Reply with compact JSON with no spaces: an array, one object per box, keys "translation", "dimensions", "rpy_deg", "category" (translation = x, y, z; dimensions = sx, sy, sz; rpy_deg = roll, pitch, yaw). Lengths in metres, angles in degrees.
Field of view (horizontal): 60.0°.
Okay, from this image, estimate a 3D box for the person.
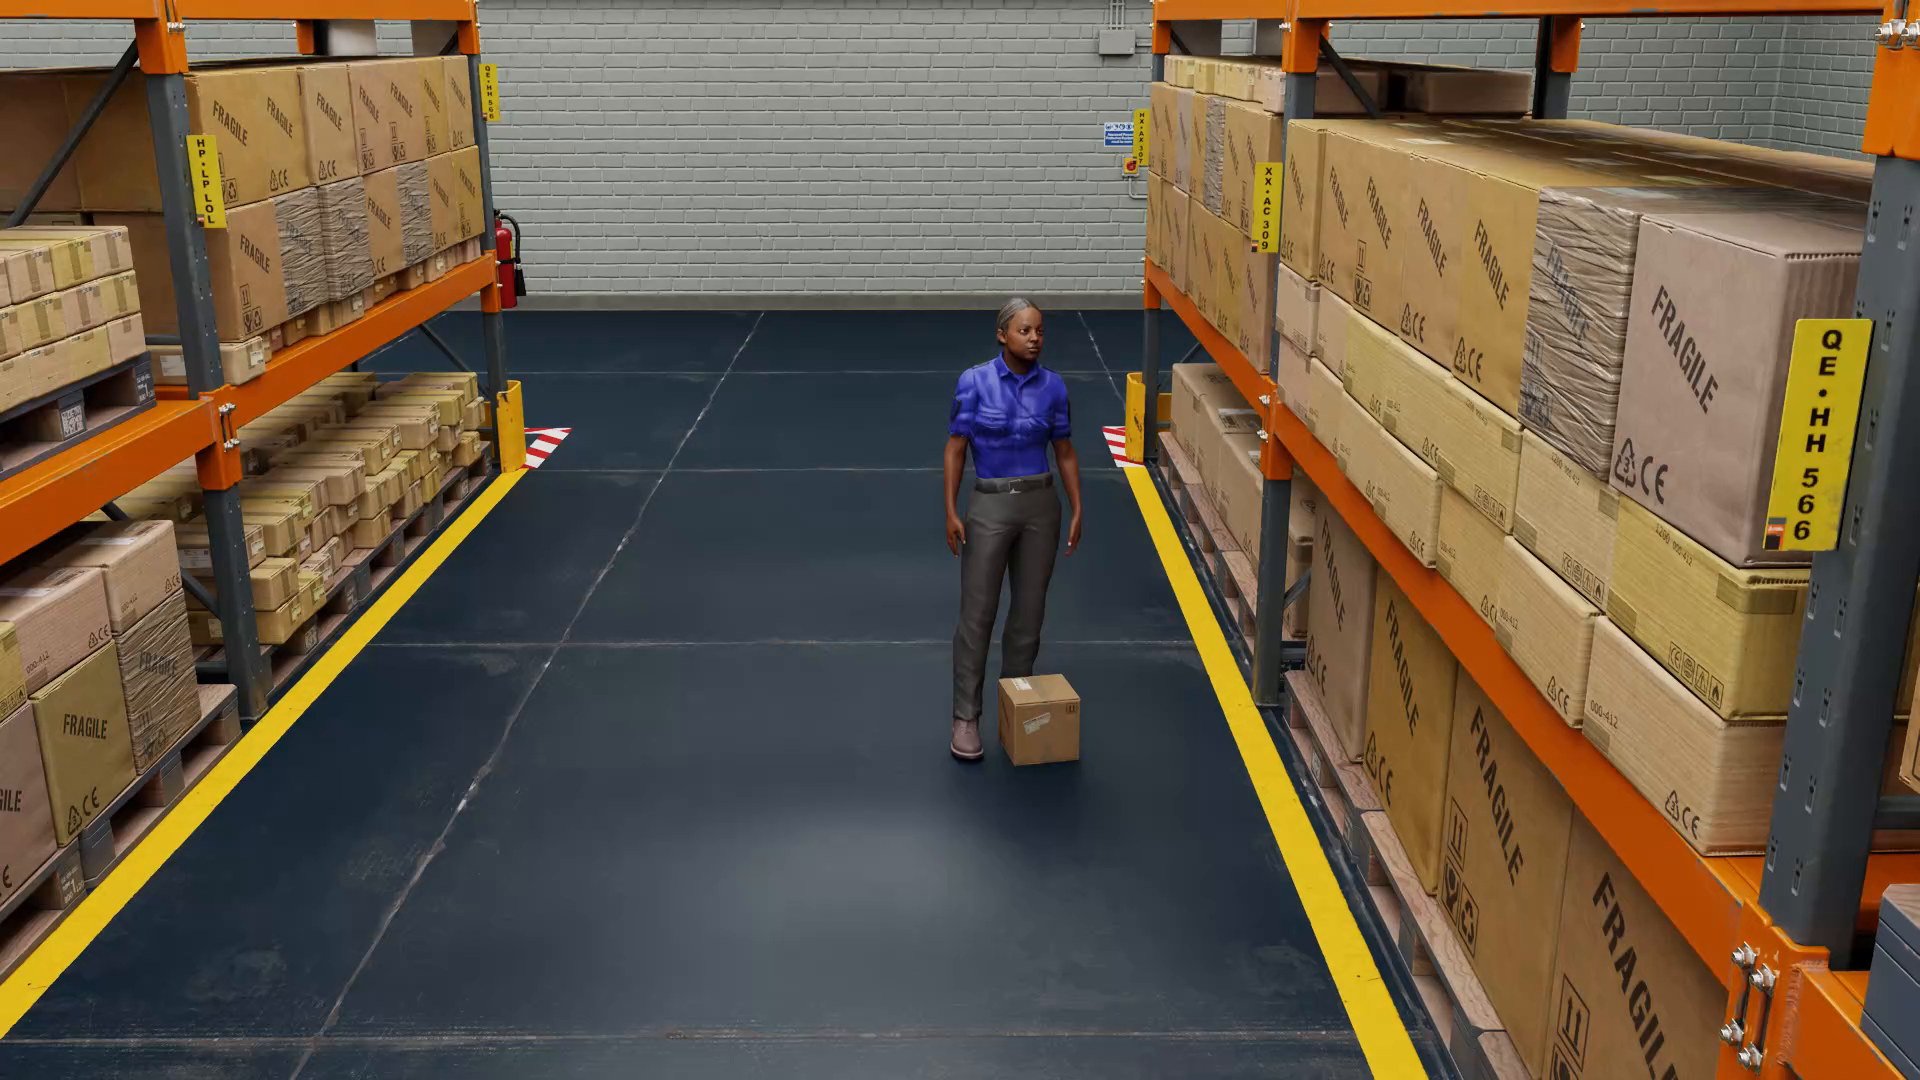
[{"translation":[0.203,-0.056,6.204],"dimensions":[0.569,1.656,0.503],"rpy_deg":[-4,18,-14],"category":"person"}]
